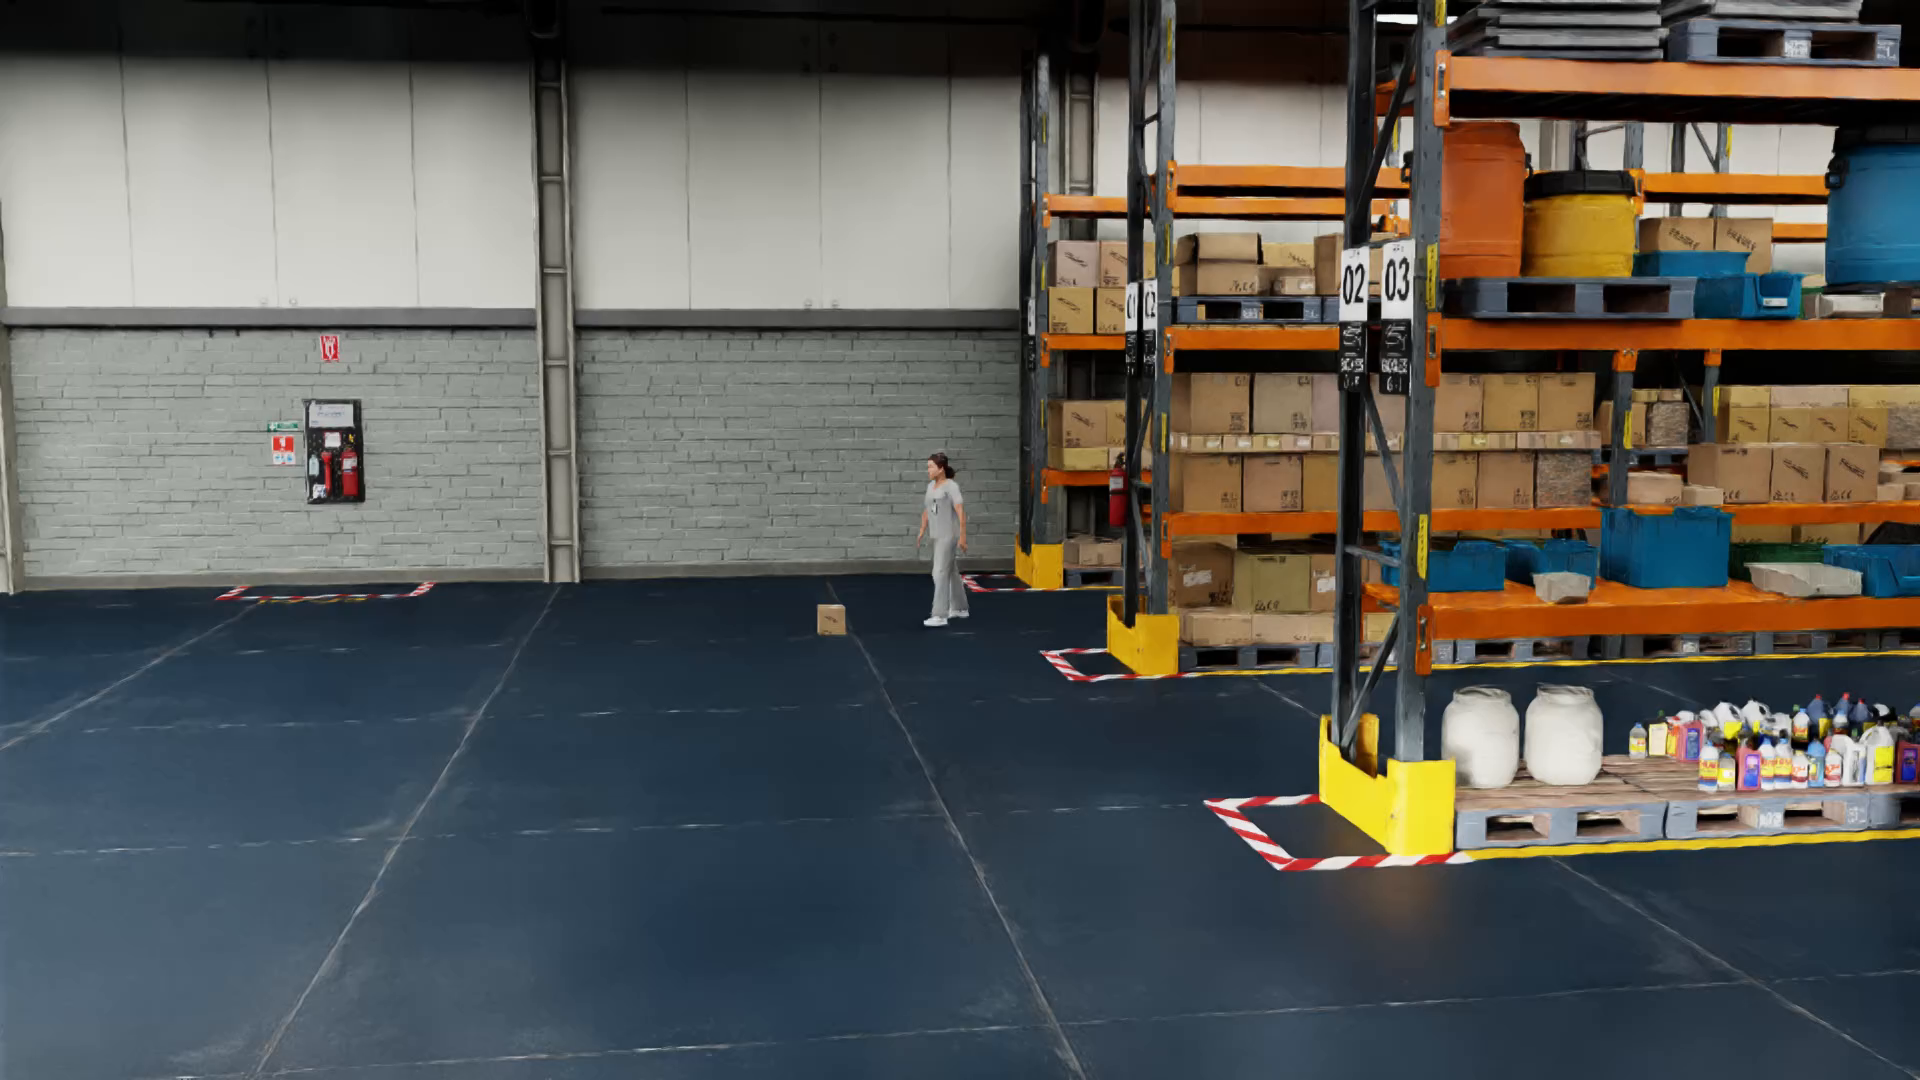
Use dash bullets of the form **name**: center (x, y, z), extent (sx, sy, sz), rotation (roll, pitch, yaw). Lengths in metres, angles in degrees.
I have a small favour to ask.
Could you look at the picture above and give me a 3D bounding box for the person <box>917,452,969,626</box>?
- **person**: center (-0.156, -0.026, 16.081), extent (0.721, 1.640, 0.559), rotation (-4, 8, -30)
